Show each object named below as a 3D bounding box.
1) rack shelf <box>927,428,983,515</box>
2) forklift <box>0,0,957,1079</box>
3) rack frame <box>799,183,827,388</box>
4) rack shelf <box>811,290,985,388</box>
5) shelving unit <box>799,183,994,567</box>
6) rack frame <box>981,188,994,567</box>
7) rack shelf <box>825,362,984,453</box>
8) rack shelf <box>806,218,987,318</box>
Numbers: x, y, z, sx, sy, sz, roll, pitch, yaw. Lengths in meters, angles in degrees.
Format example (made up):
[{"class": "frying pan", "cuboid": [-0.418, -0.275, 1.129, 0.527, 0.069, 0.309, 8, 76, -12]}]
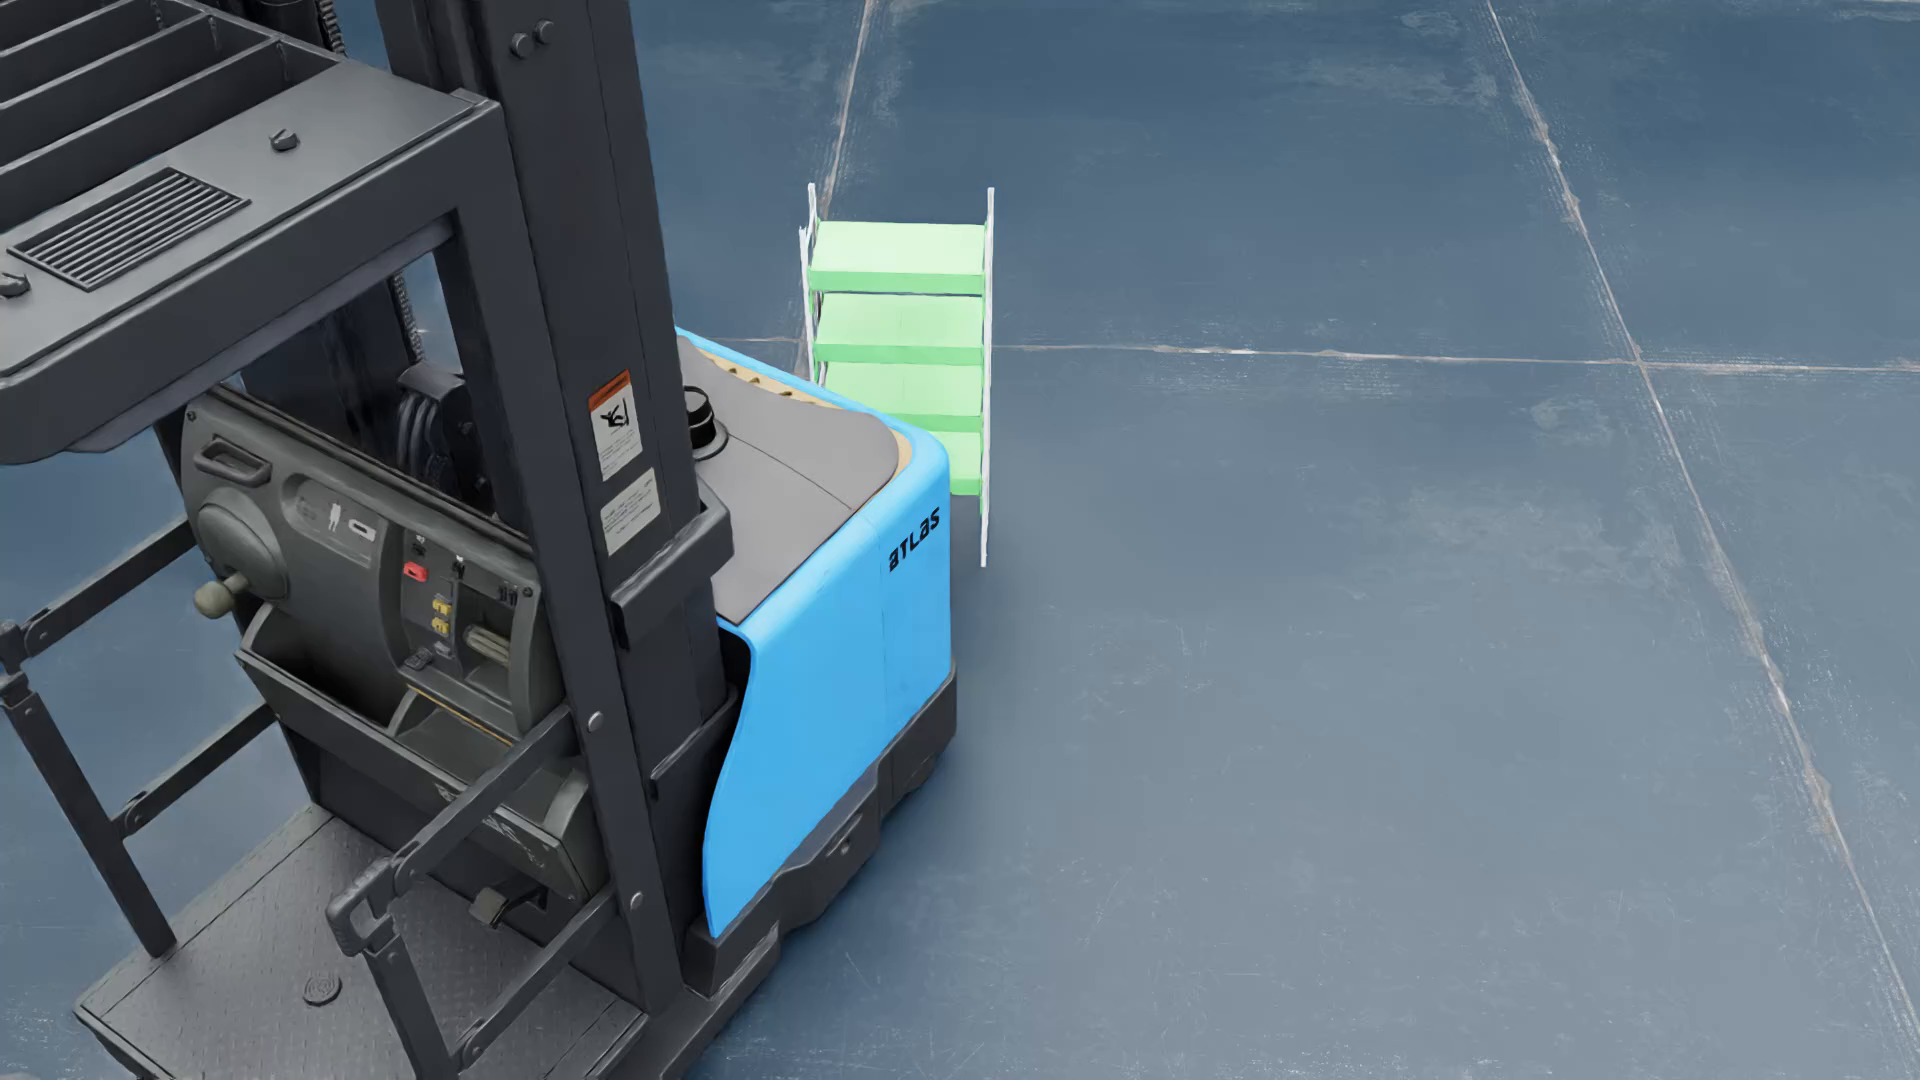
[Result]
[{"class": "rack shelf", "cuboid": [-0.165, -0.222, 5.054, 0.480, 0.148, 0.258, 2, 43, 2]}, {"class": "forklift", "cuboid": [-1.236, 0.138, 2.951, 1.130, 2.935, 3.031, 24, 48, 24]}, {"class": "rack frame", "cuboid": [-0.409, -0.452, 4.855, 0.015, 1.200, 0.240, 2, 43, 2]}, {"class": "rack shelf", "cuboid": [-0.165, -0.573, 4.726, 0.480, 0.148, 0.258, 2, 43, 2]}, {"class": "shelving unit", "cuboid": [-0.165, -0.444, 4.846, 0.503, 1.200, 0.258, 2, 43, 2]}, {"class": "rack frame", "cuboid": [0.078, -0.437, 4.838, 0.015, 1.200, 0.240, 2, 43, 2]}, {"class": "rack shelf", "cuboid": [-0.165, -0.397, 4.890, 0.480, 0.148, 0.258, 2, 43, 2]}, {"class": "rack shelf", "cuboid": [-0.165, -0.749, 4.563, 0.480, 0.148, 0.258, 2, 43, 2]}]
